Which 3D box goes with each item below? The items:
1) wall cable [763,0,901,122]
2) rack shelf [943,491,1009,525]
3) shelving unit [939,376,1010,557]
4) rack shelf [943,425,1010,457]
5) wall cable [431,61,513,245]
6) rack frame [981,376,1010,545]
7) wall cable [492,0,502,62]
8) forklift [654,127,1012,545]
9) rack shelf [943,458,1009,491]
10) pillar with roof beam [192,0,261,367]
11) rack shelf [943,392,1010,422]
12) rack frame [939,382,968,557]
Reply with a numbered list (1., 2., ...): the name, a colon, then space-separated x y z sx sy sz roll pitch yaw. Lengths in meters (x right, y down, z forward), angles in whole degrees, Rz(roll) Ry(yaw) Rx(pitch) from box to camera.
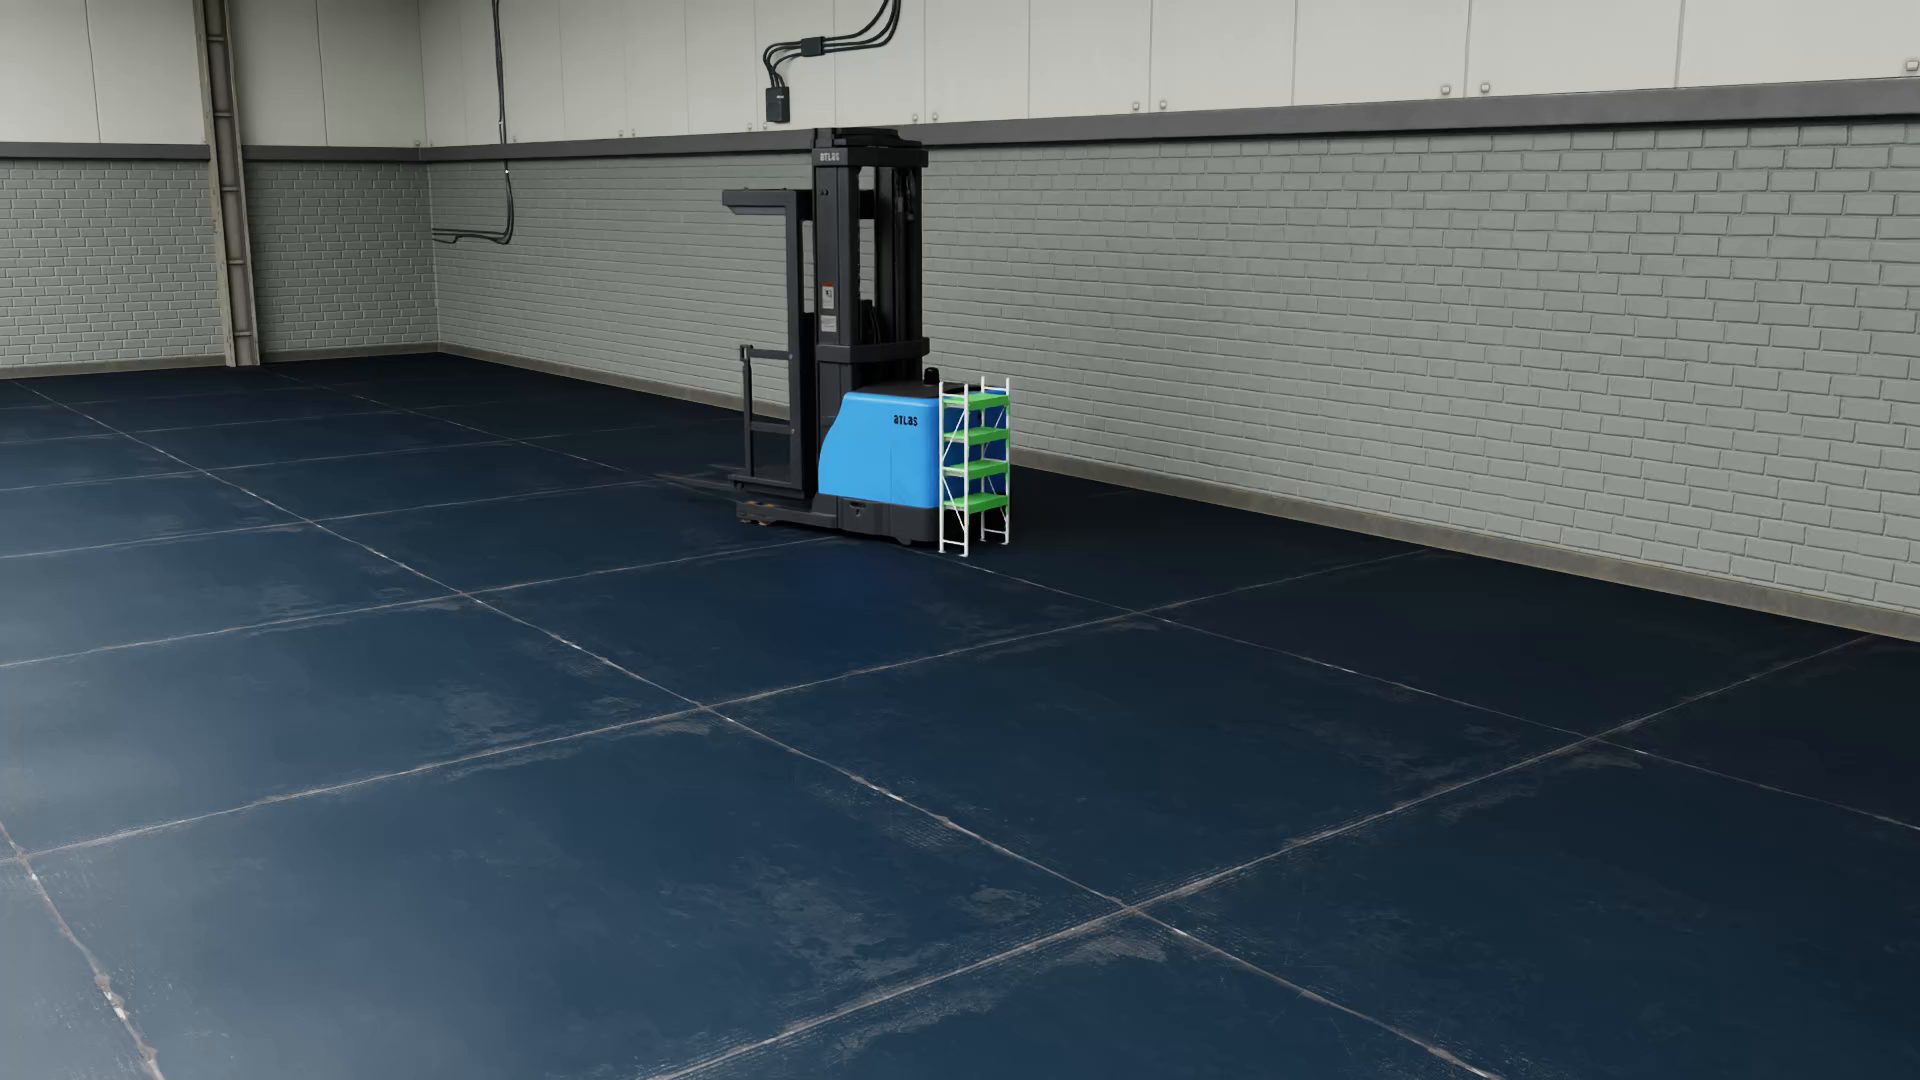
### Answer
1. wall cable: -1.324 -7.223 16.294 0.169 6.003 2.305 -9 15 -38
2. rack shelf: 0.105 -0.230 11.786 0.258 0.148 0.480 9 15 36
3. shelving unit: 0.105 -0.527 11.722 0.258 1.200 0.503 9 15 36
4. rack shelf: 0.105 -0.699 11.686 0.258 0.148 0.480 9 15 36
5. wall cable: -7.242 -5.583 24.231 0.112 2.526 3.097 -9 15 -38
6. rack frame: 0.252 -0.568 11.913 0.240 1.200 0.015 9 15 36
7. wall cable: -5.552 -7.614 21.640 0.112 2.526 3.097 -9 15 -38
8. forklift: -1.094 -1.617 12.689 3.031 2.935 1.130 9 15 36
9. rack shelf: 0.105 -0.465 11.736 0.258 0.148 0.480 9 15 36
10. pillar with roof beam: -7.679 -6.236 19.830 0.400 9.000 9.100 -9 15 -38
11. rack shelf: 0.105 -0.934 11.636 0.258 0.148 0.480 9 15 36
12. rack frame: -0.042 -0.487 11.532 0.240 1.200 0.015 9 15 36
